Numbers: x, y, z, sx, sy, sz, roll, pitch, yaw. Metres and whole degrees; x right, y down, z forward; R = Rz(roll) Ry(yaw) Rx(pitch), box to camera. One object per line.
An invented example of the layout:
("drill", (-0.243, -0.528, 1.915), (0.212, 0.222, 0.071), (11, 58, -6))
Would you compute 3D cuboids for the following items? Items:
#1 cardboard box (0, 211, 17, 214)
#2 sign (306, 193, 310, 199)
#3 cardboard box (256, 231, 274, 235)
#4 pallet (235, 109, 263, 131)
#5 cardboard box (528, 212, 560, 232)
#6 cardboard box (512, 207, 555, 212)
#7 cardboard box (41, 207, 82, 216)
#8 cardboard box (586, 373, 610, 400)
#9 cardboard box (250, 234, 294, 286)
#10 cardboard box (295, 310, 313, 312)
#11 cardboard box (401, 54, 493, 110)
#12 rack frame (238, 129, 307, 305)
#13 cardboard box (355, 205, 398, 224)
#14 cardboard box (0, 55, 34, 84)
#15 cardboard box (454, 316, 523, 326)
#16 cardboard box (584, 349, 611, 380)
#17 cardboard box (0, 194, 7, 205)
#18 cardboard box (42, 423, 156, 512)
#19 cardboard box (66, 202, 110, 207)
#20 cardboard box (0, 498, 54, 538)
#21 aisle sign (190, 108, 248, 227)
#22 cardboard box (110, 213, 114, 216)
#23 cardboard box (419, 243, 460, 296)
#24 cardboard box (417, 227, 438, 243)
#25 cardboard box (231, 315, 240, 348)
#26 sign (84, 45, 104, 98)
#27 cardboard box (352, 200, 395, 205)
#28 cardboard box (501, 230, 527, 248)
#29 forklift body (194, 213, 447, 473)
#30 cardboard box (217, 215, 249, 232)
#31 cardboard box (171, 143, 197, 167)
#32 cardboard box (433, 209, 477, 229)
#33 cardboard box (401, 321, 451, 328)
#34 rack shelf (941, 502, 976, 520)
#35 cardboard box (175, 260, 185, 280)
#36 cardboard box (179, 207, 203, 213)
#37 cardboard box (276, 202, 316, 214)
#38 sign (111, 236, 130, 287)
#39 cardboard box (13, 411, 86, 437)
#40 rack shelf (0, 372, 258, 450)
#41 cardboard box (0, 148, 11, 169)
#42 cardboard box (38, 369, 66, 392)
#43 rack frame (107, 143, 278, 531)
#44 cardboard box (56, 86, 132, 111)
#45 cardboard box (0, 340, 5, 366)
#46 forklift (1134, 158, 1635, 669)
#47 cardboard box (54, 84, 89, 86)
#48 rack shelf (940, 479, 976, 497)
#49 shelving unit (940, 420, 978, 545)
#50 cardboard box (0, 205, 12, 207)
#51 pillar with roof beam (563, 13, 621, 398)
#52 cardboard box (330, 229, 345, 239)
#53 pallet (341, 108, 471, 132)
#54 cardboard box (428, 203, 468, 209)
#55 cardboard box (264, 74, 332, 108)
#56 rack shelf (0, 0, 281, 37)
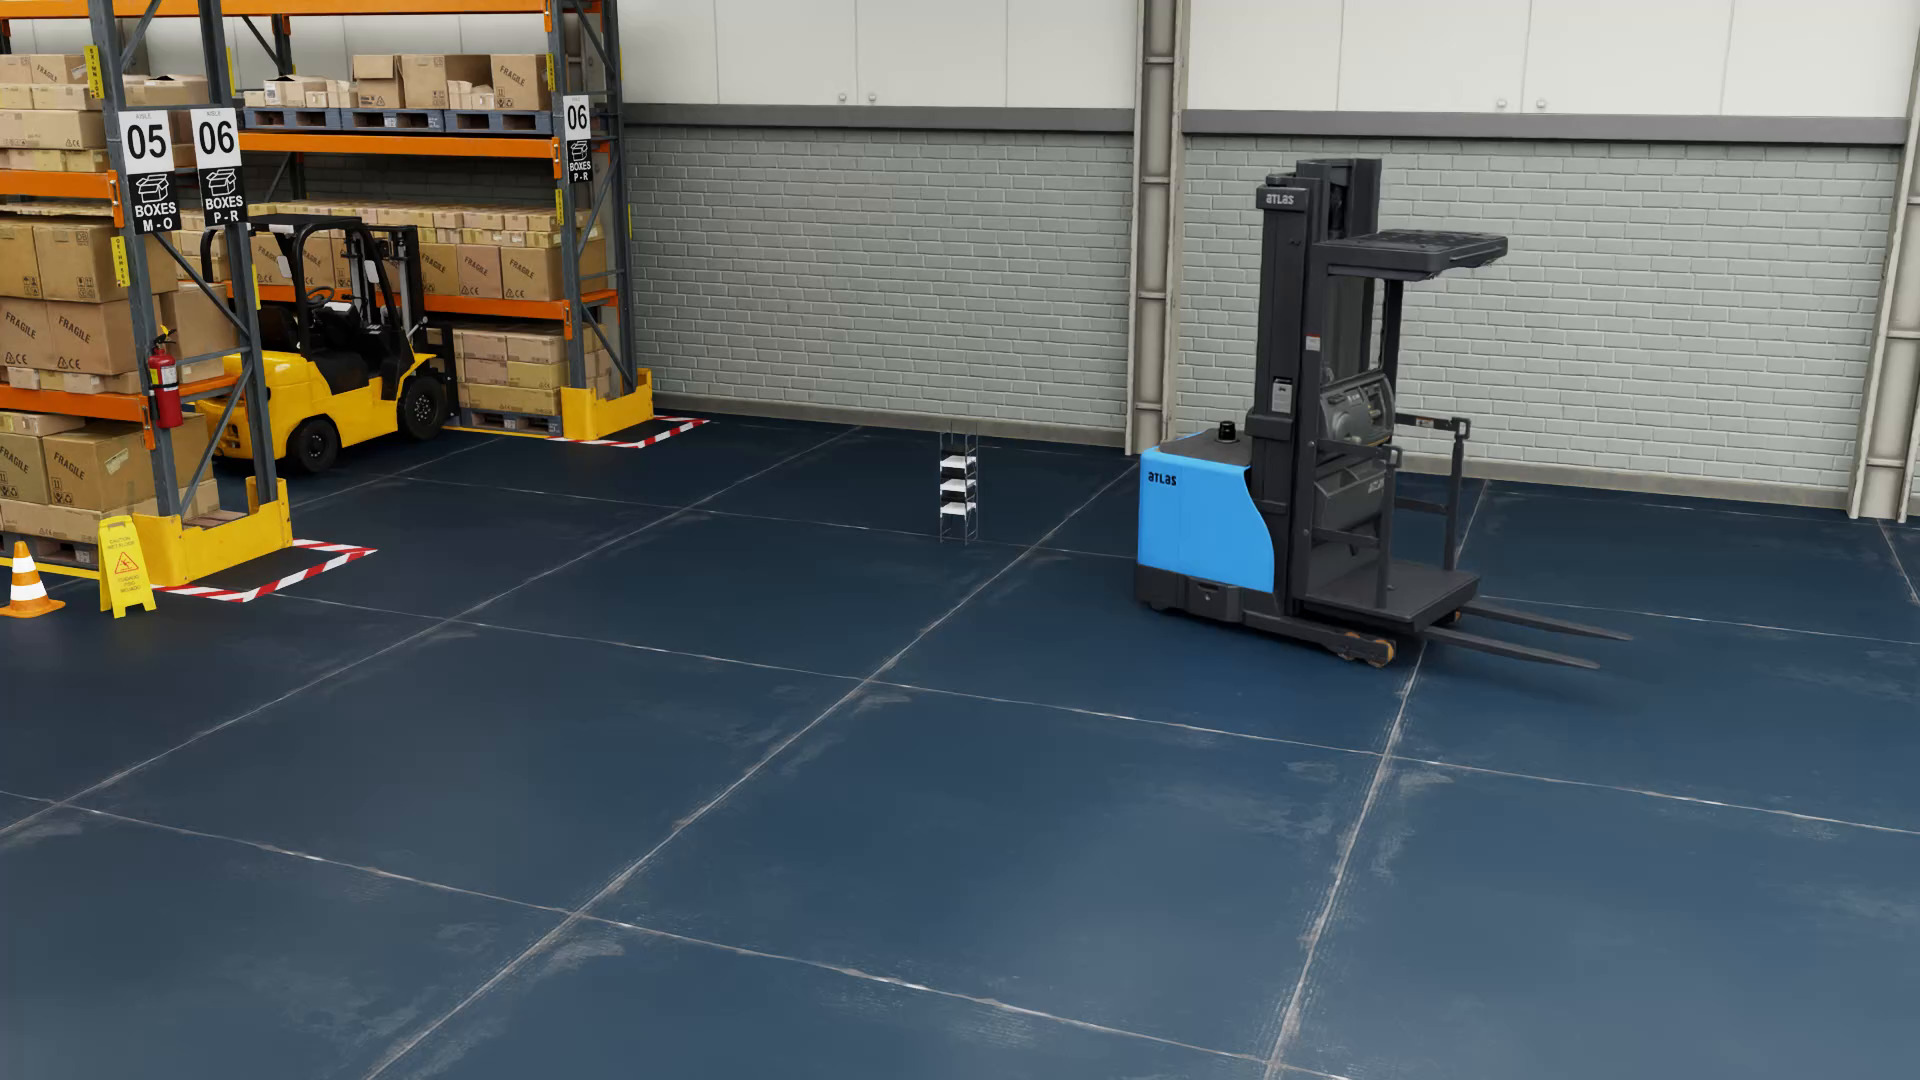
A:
("cardboard box", (-7.267, -2.104, 12.034), (0.500, 0.500, 0.700), (6, 17, 20))
("sign", (-7.019, -3.566, 17.881), (0.005, 0.325, 0.100), (6, 17, 21))
("cardboard box", (-7.021, -3.226, 17.064), (0.250, 0.149, 0.380), (6, 17, 20))
("pallet", (-8.047, -4.403, 17.424), (1.217, 0.209, 0.805), (6, 17, 18))
("cardboard box", (-3.911, -3.043, 15.899), (0.250, 0.149, 0.380), (6, 17, 21))
("cardboard box", (-4.216, -3.210, 16.473), (0.250, 0.149, 0.380), (7, 17, 22))
("cardboard box", (-9.764, -3.539, 18.142), (0.250, 0.149, 0.380), (6, 17, 21))
("cardboard box", (-3.886, -1.541, 16.779), (0.500, 0.250, 0.500), (6, 17, 21))
("cardboard box", (-6.904, -2.903, 17.112), (0.500, 0.500, 0.500), (6, 17, 19))
("cardboard box", (-6.693, -2.329, 17.701), (0.500, 0.250, 0.500), (7, 17, 22))
("cardboard box", (-4.918, -4.410, 15.990), (0.500, 0.500, 0.700), (6, 17, 21))
("rack frame", (-7.221, -2.968, 17.516), (0.127, 3.000, 1.000), (6, 17, 21))
("cardboard box", (-5.806, -3.249, 16.610), (0.250, 0.149, 0.380), (6, 17, 20))
("cardboard box", (-9.852, -4.952, 17.859), (0.500, 0.500, 0.700), (6, 17, 20))
("cardboard box", (-4.806, -2.122, 16.989), (0.500, 0.250, 0.500), (6, 17, 20))
("cardboard box", (-3.862, -1.782, 16.713), (0.500, 0.250, 0.500), (7, 17, 22))
("cardboard box", (-11.364, -3.720, 19.174), (0.500, 0.500, 0.500), (7, 18, 23))
("cardboard box", (-6.159, -0.526, 11.940), (0.500, 0.500, 0.500), (6, 17, 21))
("cardboard box", (-9.809, -3.709, 18.725), (0.250, 0.149, 0.380), (6, 17, 20))
("cardboard box", (-6.648, -0.220, 12.230), (0.500, 0.250, 0.500), (6, 17, 21))
("aisle sign", (-5.147, -2.593, 11.563), (0.004, 0.787, 0.394), (6, 17, 21))
("cardboard box", (-8.820, -3.428, 17.757), (0.250, 0.149, 0.380), (6, 17, 21))
("cardboard box", (-5.011, -2.697, 16.403), (0.500, 0.500, 0.500), (6, 17, 20))
("cardboard box", (-5.128, -3.006, 16.304), (0.250, 0.149, 0.380), (6, 17, 21))
("cardboard box", (-7.711, -2.079, 17.962), (0.625, 0.625, 0.875), (7, 18, 23))
("sign", (-5.541, -2.995, 10.640), (0.005, 0.325, 0.100), (6, 17, 21))
("cardboard box", (-6.089, -3.446, 17.289), (0.250, 0.149, 0.380), (6, 17, 20))
("cardboard box", (-4.174, -2.899, 15.937), (0.250, 0.149, 0.380), (7, 17, 22))
("forklift body", (-5.934, -1.872, 15.263), (1.214, 2.155, 2.313), (6, 17, 21))
("cardboard box", (-7.621, -3.305, 17.334), (0.250, 0.149, 0.380), (7, 18, 23))
("cardboard box", (-5.508, -2.709, 11.695), (0.250, 0.149, 0.380), (6, 17, 21))
("cardboard box", (-4.893, -3.122, 16.173), (0.250, 0.149, 0.380), (7, 18, 22))
("cardboard box", (-5.462, -2.040, 16.704), (0.500, 0.250, 0.500), (6, 17, 20))
("rack shelf", (-0.008, -0.228, 12.611), (0.200, 0.077, 0.258), (6, 17, 21))
("cardboard box", (-8.256, -2.929, 17.653), (0.500, 0.250, 0.500), (6, 17, 20))
("cardboard box", (-8.400, -3.538, 18.139), (0.250, 0.149, 0.380), (6, 17, 21))
("cardboard box", (-6.751, -3.362, 16.997), (0.250, 0.149, 0.380), (7, 17, 21))
("sign", (-5.541, -1.837, 10.977), (0.005, 0.325, 0.100), (6, 17, 21))
("cardboard box", (-6.525, -0.858, 11.919), (0.250, 0.149, 0.380), (7, 18, 22))
("rack shelf", (-7.179, -1.130, 12.476), (4.000, 0.370, 1.077), (6, 17, 21))
("cardboard box", (-6.442, -2.651, 11.495), (0.250, 0.149, 0.380), (6, 17, 21))
("cardboard box", (-6.252, -1.162, 11.746), (0.250, 0.149, 0.380), (6, 17, 20))
("rack frame", (-5.318, -1.271, 11.671), (0.127, 3.000, 1.000), (6, 17, 21))
("cardboard box", (-5.741, -2.932, 11.032), (0.250, 0.149, 0.380), (6, 17, 21))
("cardboard box", (-6.853, -1.550, 11.920), (0.500, 0.500, 0.500), (6, 17, 20))
("forklift", (2.627, -0.807, 10.196), (3.031, 2.935, 1.130), (13, 20, 37))
("cardboard box", (-6.230, -3.171, 11.857), (0.250, 0.149, 0.380), (6, 17, 20))
("rack shelf", (-0.008, -0.401, 12.560), (0.200, 0.077, 0.258), (6, 17, 21))
("shelving unit", (-0.008, -0.433, 12.551), (0.210, 0.900, 0.258), (6, 17, 21))
("cardboard box", (-10.754, -3.627, 18.446), (0.250, 0.149, 0.380), (7, 18, 22))
("pillar with roof beam", (-5.397, -4.628, 12.475), (0.400, 9.000, 9.100), (6, 17, 21))
("cardboard box", (-6.082, -3.109, 16.661), (0.250, 0.149, 0.380), (6, 17, 20))
("pallet", (-5.288, -4.160, 16.401), (1.213, 0.211, 1.003), (6, 17, 21))
("cardboard box", (-5.163, -3.316, 16.840), (0.250, 0.149, 0.380), (6, 17, 21))
("cardboard box", (-6.537, -4.467, 16.527), (0.500, 0.311, 0.500), (7, 17, 22))
("rack shelf", (-9.082, -5.516, 17.540), (4.000, 0.370, 1.077), (6, 17, 21))
